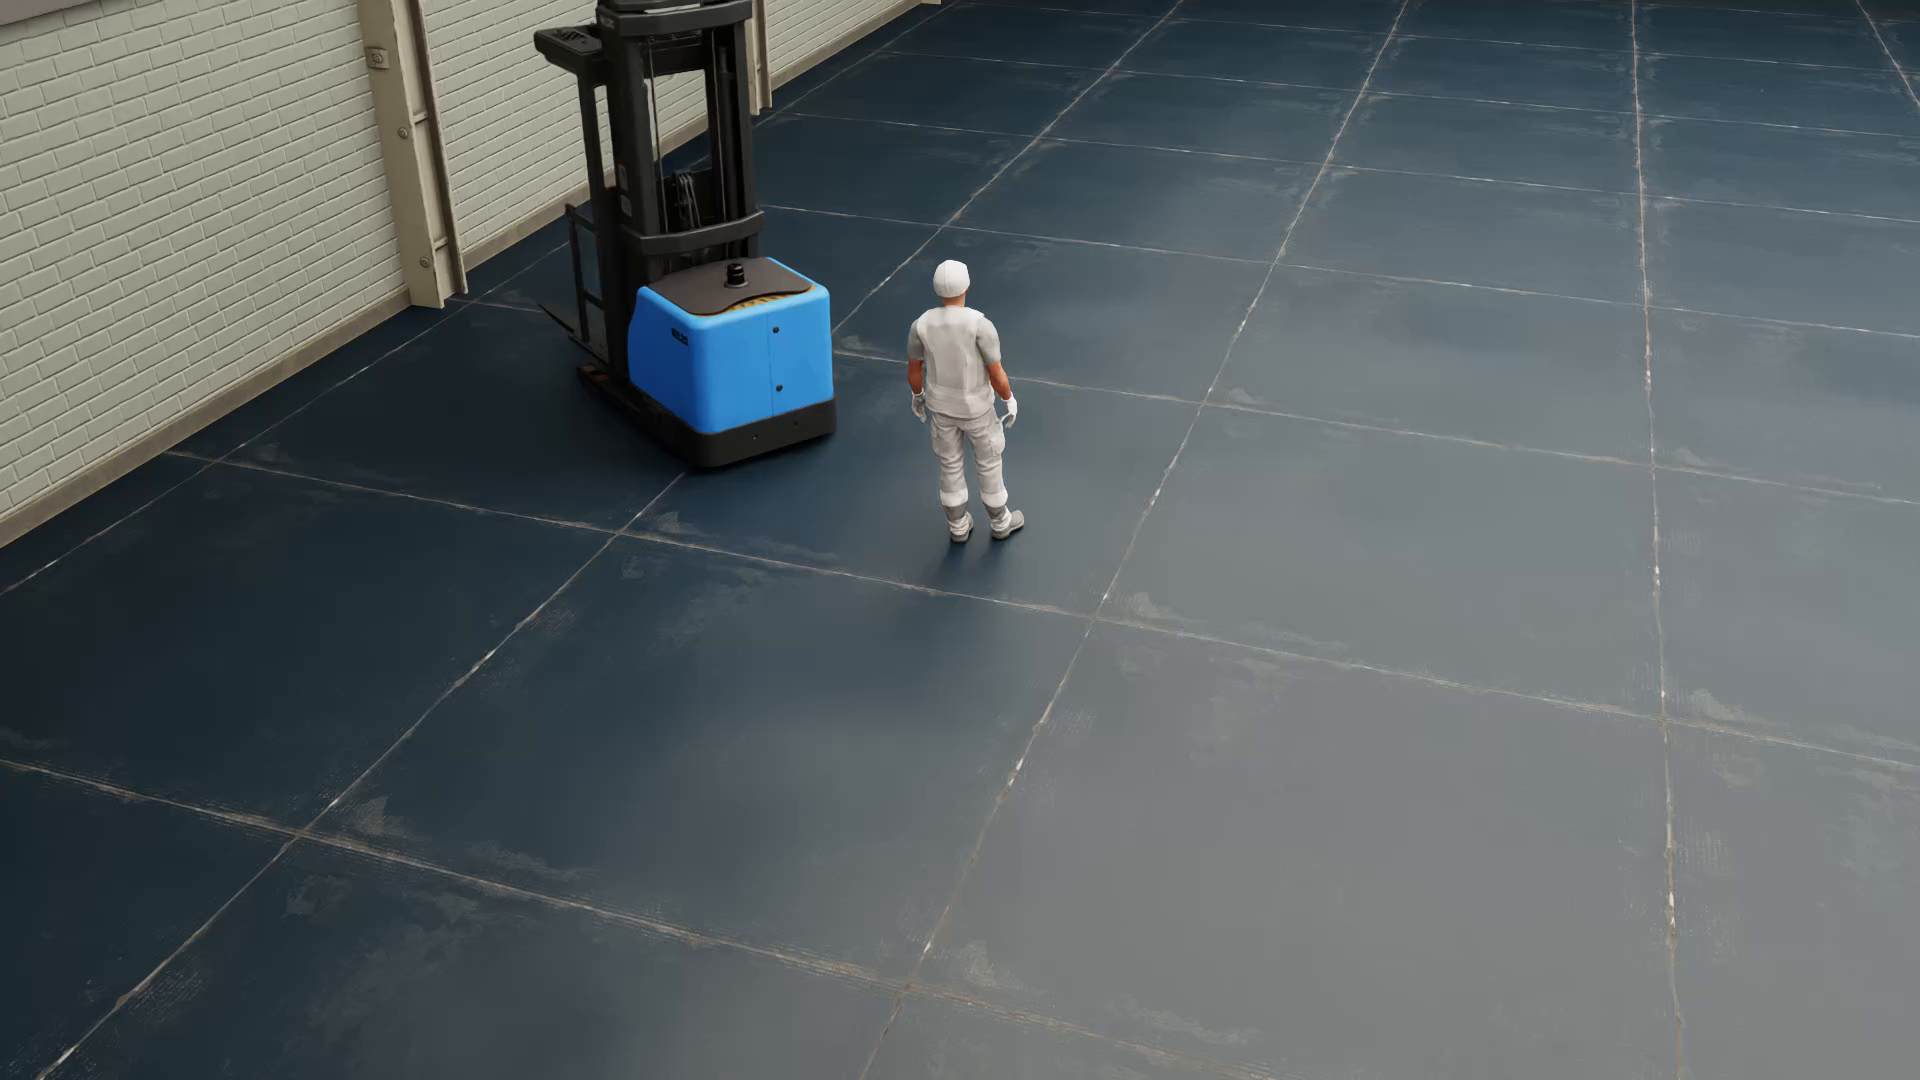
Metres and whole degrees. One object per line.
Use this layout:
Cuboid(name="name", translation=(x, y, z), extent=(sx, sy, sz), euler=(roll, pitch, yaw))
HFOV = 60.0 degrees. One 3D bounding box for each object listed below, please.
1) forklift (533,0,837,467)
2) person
Cuboid(name="forklift", translation=(-2.111, -2.418, 11.378), extent=(1.130, 2.935, 3.031), euler=(-20, 35, -31))
Cuboid(name="person", translation=(0.038, -0.819, 9.711), extent=(0.637, 1.787, 0.564), euler=(10, 31, 16))
